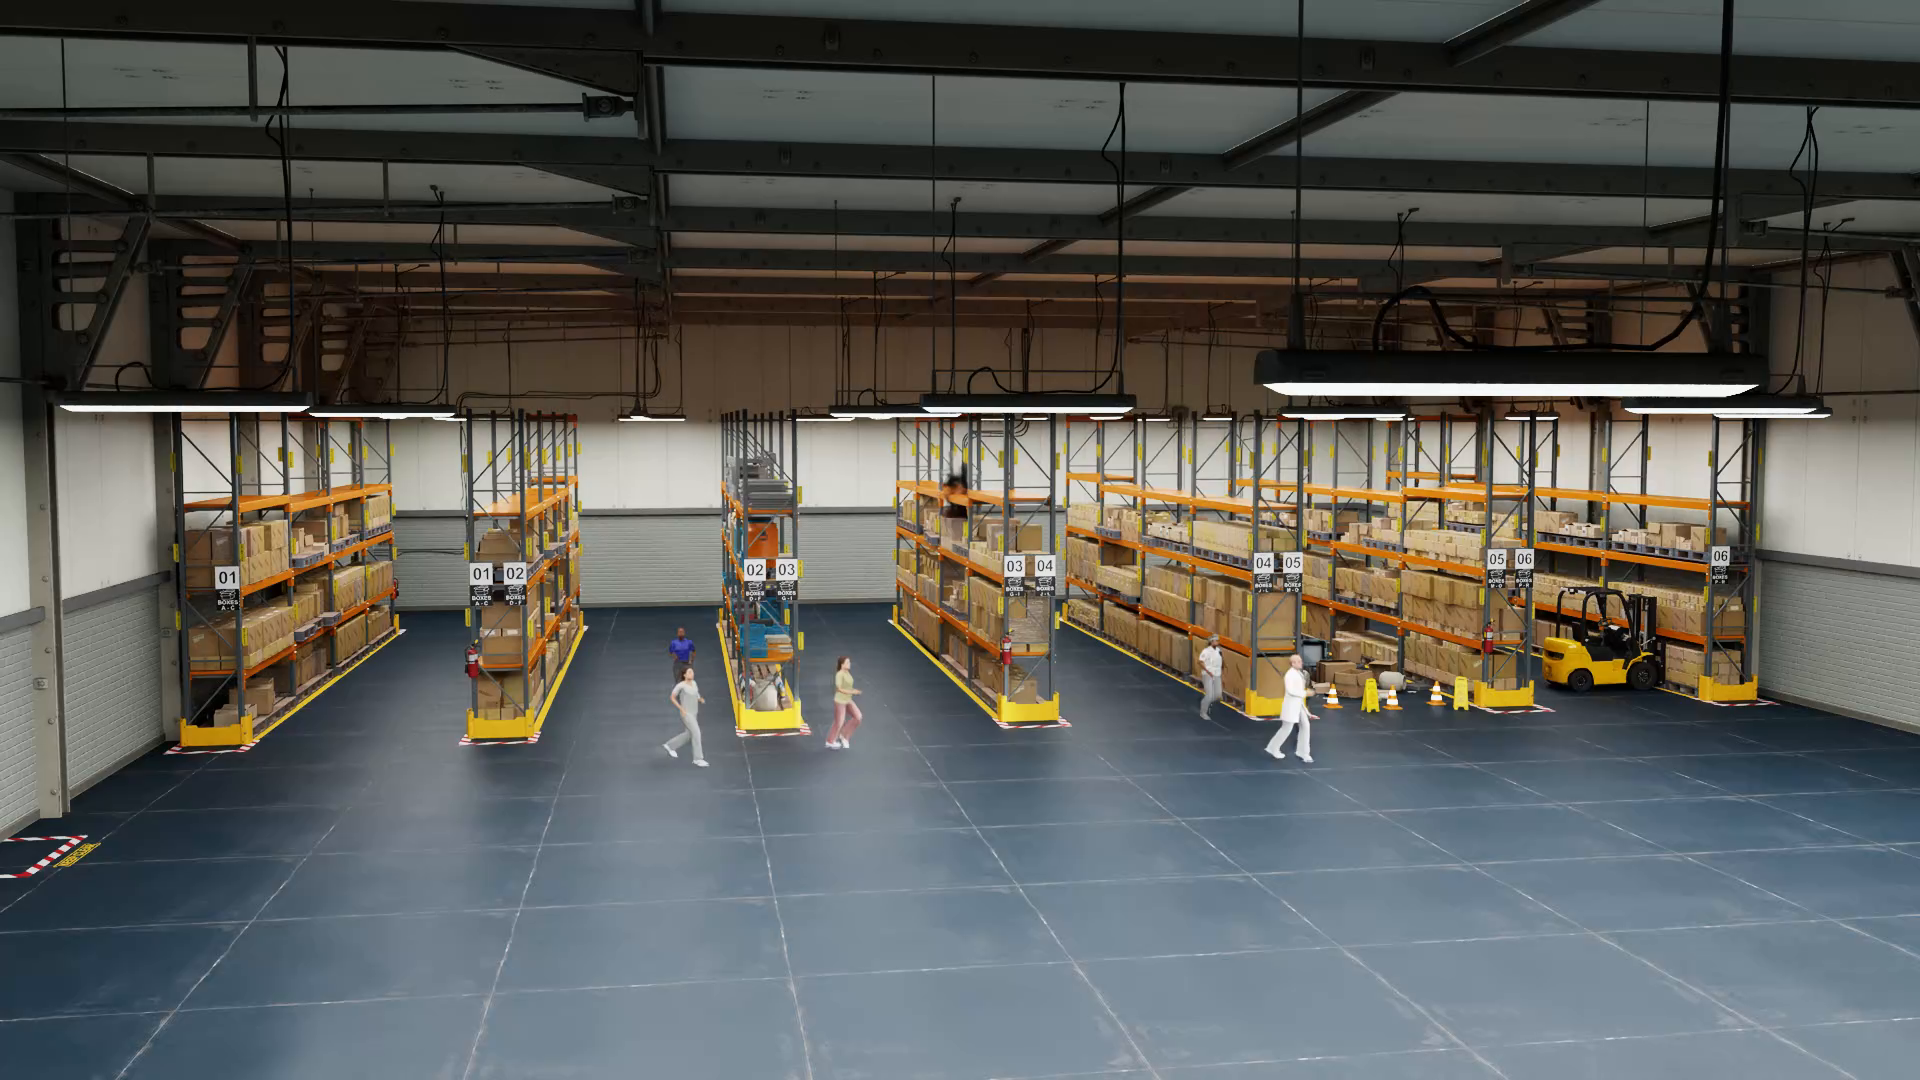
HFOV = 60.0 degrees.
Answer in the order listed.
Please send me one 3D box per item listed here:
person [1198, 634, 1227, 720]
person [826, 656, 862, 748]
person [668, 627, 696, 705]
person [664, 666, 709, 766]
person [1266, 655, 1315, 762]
[{"bbox_3d":[4.931,2.652,32.361,0.647,1.653,0.496,-2,5,-30],"label":"person"},{"bbox_3d":[-2.036,2.850,29.224,0.729,1.642,0.546,2,4,25],"label":"person"},{"bbox_3d":[-5.583,2.570,33.478,0.562,1.628,0.586,-1,4,-10],"label":"person"},{"bbox_3d":[-4.598,2.942,27.986,0.863,1.675,0.560,2,4,23],"label":"person"},{"bbox_3d":[5.636,2.875,28.249,0.851,1.862,0.736,2,5,30],"label":"person"}]
